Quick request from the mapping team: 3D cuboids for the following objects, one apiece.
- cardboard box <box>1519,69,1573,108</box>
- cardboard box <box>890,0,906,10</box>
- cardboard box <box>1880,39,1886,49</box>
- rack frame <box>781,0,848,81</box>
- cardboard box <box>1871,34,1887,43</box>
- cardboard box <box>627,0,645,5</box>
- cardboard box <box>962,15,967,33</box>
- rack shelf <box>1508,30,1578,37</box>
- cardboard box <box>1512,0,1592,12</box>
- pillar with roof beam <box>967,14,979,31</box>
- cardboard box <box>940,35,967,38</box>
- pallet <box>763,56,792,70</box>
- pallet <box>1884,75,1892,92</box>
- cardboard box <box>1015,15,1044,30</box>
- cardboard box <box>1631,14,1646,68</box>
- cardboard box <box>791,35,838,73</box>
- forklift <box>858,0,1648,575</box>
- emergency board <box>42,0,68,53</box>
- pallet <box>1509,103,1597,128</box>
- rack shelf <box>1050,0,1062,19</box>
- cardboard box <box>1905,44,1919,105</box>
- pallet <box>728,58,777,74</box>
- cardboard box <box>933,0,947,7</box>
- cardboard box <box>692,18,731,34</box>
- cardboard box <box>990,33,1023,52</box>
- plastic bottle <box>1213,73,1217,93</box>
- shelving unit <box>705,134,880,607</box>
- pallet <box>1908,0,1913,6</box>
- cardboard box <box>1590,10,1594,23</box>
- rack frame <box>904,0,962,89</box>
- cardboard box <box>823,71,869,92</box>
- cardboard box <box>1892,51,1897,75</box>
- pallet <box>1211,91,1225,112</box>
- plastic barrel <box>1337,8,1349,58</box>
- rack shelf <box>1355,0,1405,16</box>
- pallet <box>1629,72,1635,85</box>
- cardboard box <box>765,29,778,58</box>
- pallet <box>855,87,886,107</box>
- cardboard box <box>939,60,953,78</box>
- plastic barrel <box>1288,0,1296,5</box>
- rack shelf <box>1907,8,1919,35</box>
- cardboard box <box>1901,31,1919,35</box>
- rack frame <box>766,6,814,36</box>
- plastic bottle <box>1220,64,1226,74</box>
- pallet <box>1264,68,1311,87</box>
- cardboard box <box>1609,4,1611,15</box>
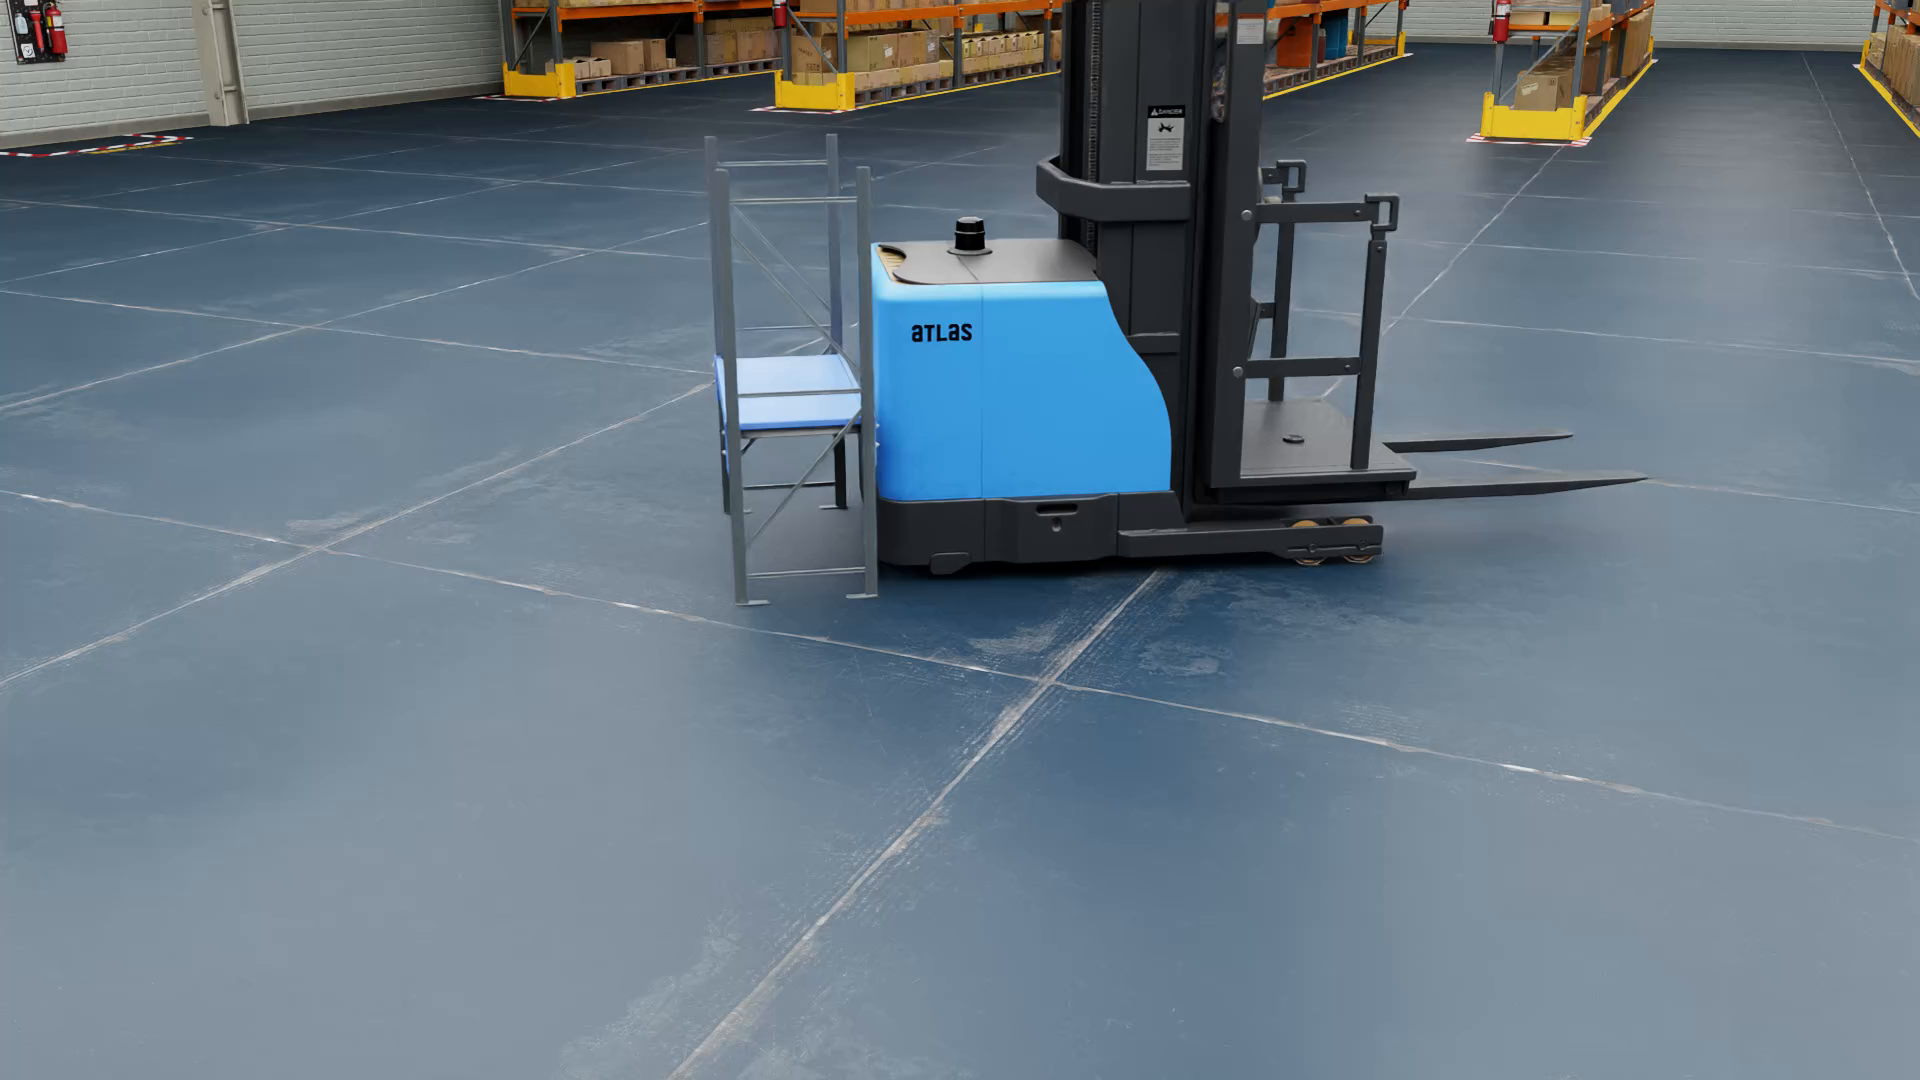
[{"bbox_3d":[7.433,-5.715,21.166,0.500,0.500,0.500,15,25,37],"label":"cardboard box"},{"bbox_3d":[-1.253,-8.341,25.297,0.721,0.500,0.530,10,22,27],"label":"cardboard box"},{"bbox_3d":[16.418,-8.716,29.240,0.380,0.149,0.250,8,21,22],"label":"cardboard box"},{"bbox_3d":[-2.088,-7.679,23.586,1.000,3.000,0.127,9,21,23],"label":"rack frame"},{"bbox_3d":[17.236,-9.360,31.051,0.380,0.149,0.250,8,21,23],"label":"cardboard box"},{"bbox_3d":[-5.496,-8.872,27.134,0.500,0.250,0.500,9,21,23],"label":"cardboard box"},{"bbox_3d":[-0.252,-12.041,38.955,0.700,0.500,0.500,9,21,23],"label":"cardboard box"},{"bbox_3d":[7.767,-6.659,21.576,0.831,0.071,3.687,9,21,23],"label":"rack shelf"},{"bbox_3d":[7.199,-6.671,20.156,0.875,0.500,0.500,9,21,23],"label":"cardboard box"},{"bbox_3d":[4.187,-16.429,39.235,9.100,9.000,0.400,9,21,23],"label":"pillar with roof beam"},{"bbox_3d":[-0.132,-8.544,28.657,0.500,0.311,0.500,8,21,23],"label":"cardboard box"},{"bbox_3d":[-3.654,-9.251,32.166,1.003,0.211,1.213,9,21,23],"label":"pallet"},{"bbox_3d":[15.530,-7.350,26.820,1.003,0.211,1.213,9,21,23],"label":"pallet"},{"bbox_3d":[1.376,-9.844,31.626,0.500,0.250,0.500,9,22,25],"label":"cardboard box"},{"bbox_3d":[11.253,-8.712,29.035,1.225,0.875,0.875,8,21,21],"label":"cardboard box"},{"bbox_3d":[-2.140,-7.140,24.426,0.500,0.500,0.500,9,21,23],"label":"cardboard box"},{"bbox_3d":[1.143,-1.457,6.192,3.031,2.935,1.130,-3,20,-7],"label":"forklift"},{"bbox_3d":[-10.538,-6.028,19.358,0.183,0.685,0.291,9,21,23],"label":"emergency board"},{"bbox_3d":[7.845,-5.643,22.023,1.003,0.211,1.213,9,21,23],"label":"pallet"},{"bbox_3d":[2.007,-10.397,32.302,1.077,0.370,4.000,9,21,23],"label":"rack shelf"},{"bbox_3d":[13.242,-6.170,22.073,1.050,0.750,0.750,8,21,22],"label":"cardboard box"},{"bbox_3d":[-4.155,-8.879,31.121,1.003,0.211,1.213,9,21,23],"label":"pallet"},{"bbox_3d":[-0.626,-8.813,26.623,0.700,0.500,0.500,8,21,21],"label":"cardboard box"},{"bbox_3d":[-4.507,-9.326,30.170,0.500,0.250,0.500,8,21,22],"label":"cardboard box"},{"bbox_3d":[0.782,-8.784,29.331,0.500,0.311,0.500,8,21,22],"label":"cardboard box"},{"bbox_3d":[3.638,-6.567,23.874,0.097,0.271,0.097,0,20,0],"label":"plastic bottle"},{"bbox_3d":[-0.628,-0.660,6.085,0.538,1.500,1.048,-3,20,-9],"label":"shelving unit"},{"bbox_3d":[15.481,-8.573,26.386,1.003,0.211,1.213,9,21,23],"label":"pallet"},{"bbox_3d":[7.711,-6.558,20.807,0.380,0.149,0.250,9,21,23],"label":"cardboard box"},{"bbox_3d":[-0.450,-8.902,27.024,1.000,3.000,0.127,9,21,23],"label":"rack frame"},{"bbox_3d":[-1.665,-6.715,24.351,0.500,0.250,0.500,9,21,23],"label":"cardboard box"},{"bbox_3d":[14.955,-7.468,26.096,0.500,0.500,0.500,9,22,25],"label":"cardboard box"},{"bbox_3d":[3.256,-6.334,23.963,1.003,0.211,1.213,9,21,23],"label":"pallet"},{"bbox_3d":[7.105,-9.712,31.806,0.600,0.901,0.708,9,21,23],"label":"plastic barrel"},{"bbox_3d":[8.163,-10.939,33.826,1.077,0.370,4.000,9,21,23],"label":"rack shelf"},{"bbox_3d":[11.117,-8.053,28.798,1.003,0.211,1.213,9,21,23],"label":"pallet"},{"bbox_3d":[-3.897,-9.464,31.678,0.700,0.500,0.500,9,21,23],"label":"cardboard box"},{"bbox_3d":[-1.813,-6.605,24.726,1.003,0.211,1.213,9,21,23],"label":"pallet"},{"bbox_3d":[-0.440,-7.633,26.931,0.500,0.250,0.500,9,21,23],"label":"cardboard box"},{"bbox_3d":[5.307,-9.024,27.200,0.421,0.512,0.421,0,20,0],"label":"plastic barrel"},{"bbox_3d":[13.889,-7.103,23.038,1.077,0.370,4.000,9,21,23],"label":"rack shelf"},{"bbox_3d":[14.749,-7.672,25.548,0.500,0.250,0.500,8,21,21],"label":"cardboard box"},{"bbox_3d":[-3.333,-10.804,32.370,1.000,3.000,0.127,9,21,23],"label":"rack frame"},{"bbox_3d":[3.856,-6.787,24.372,0.144,0.351,0.185,8,21,22],"label":"plastic bottle"},{"bbox_3d":[5.353,-7.899,28.364,1.003,0.211,1.213,9,21,23],"label":"pallet"},{"bbox_3d":[8.767,-7.317,22.943,0.380,0.149,0.250,9,21,23],"label":"cardboard box"}]
